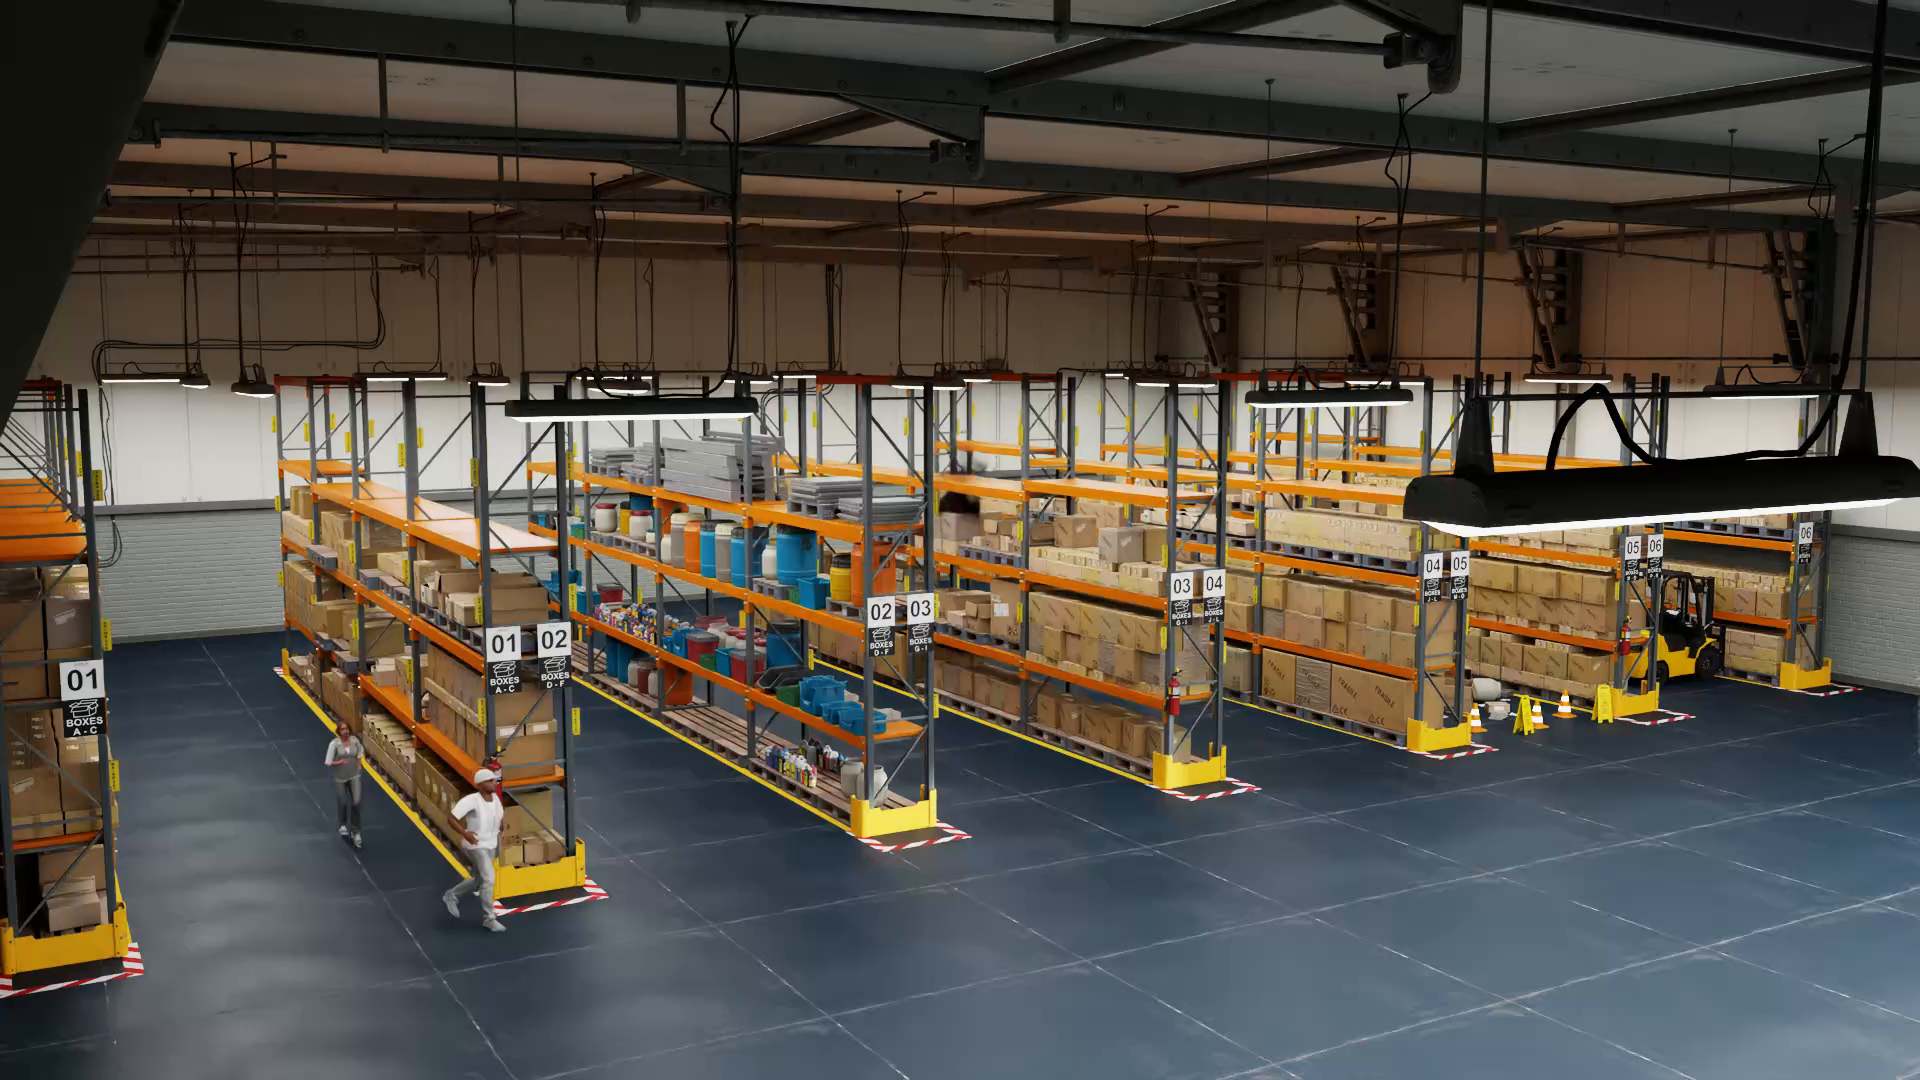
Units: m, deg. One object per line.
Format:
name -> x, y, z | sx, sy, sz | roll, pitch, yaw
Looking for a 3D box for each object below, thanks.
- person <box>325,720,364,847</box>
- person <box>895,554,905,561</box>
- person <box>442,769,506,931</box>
person -> -8.019, 3.158, 21.729 | 0.521, 1.639, 0.700 | -4, 7, -30
person -> -1.753, 0.978, 41.187 | 0.938, 1.731, 0.604 | 6, 9, 43
person -> -5.386, 3.440, 18.685 | 0.887, 1.755, 0.735 | 3, 7, 22
